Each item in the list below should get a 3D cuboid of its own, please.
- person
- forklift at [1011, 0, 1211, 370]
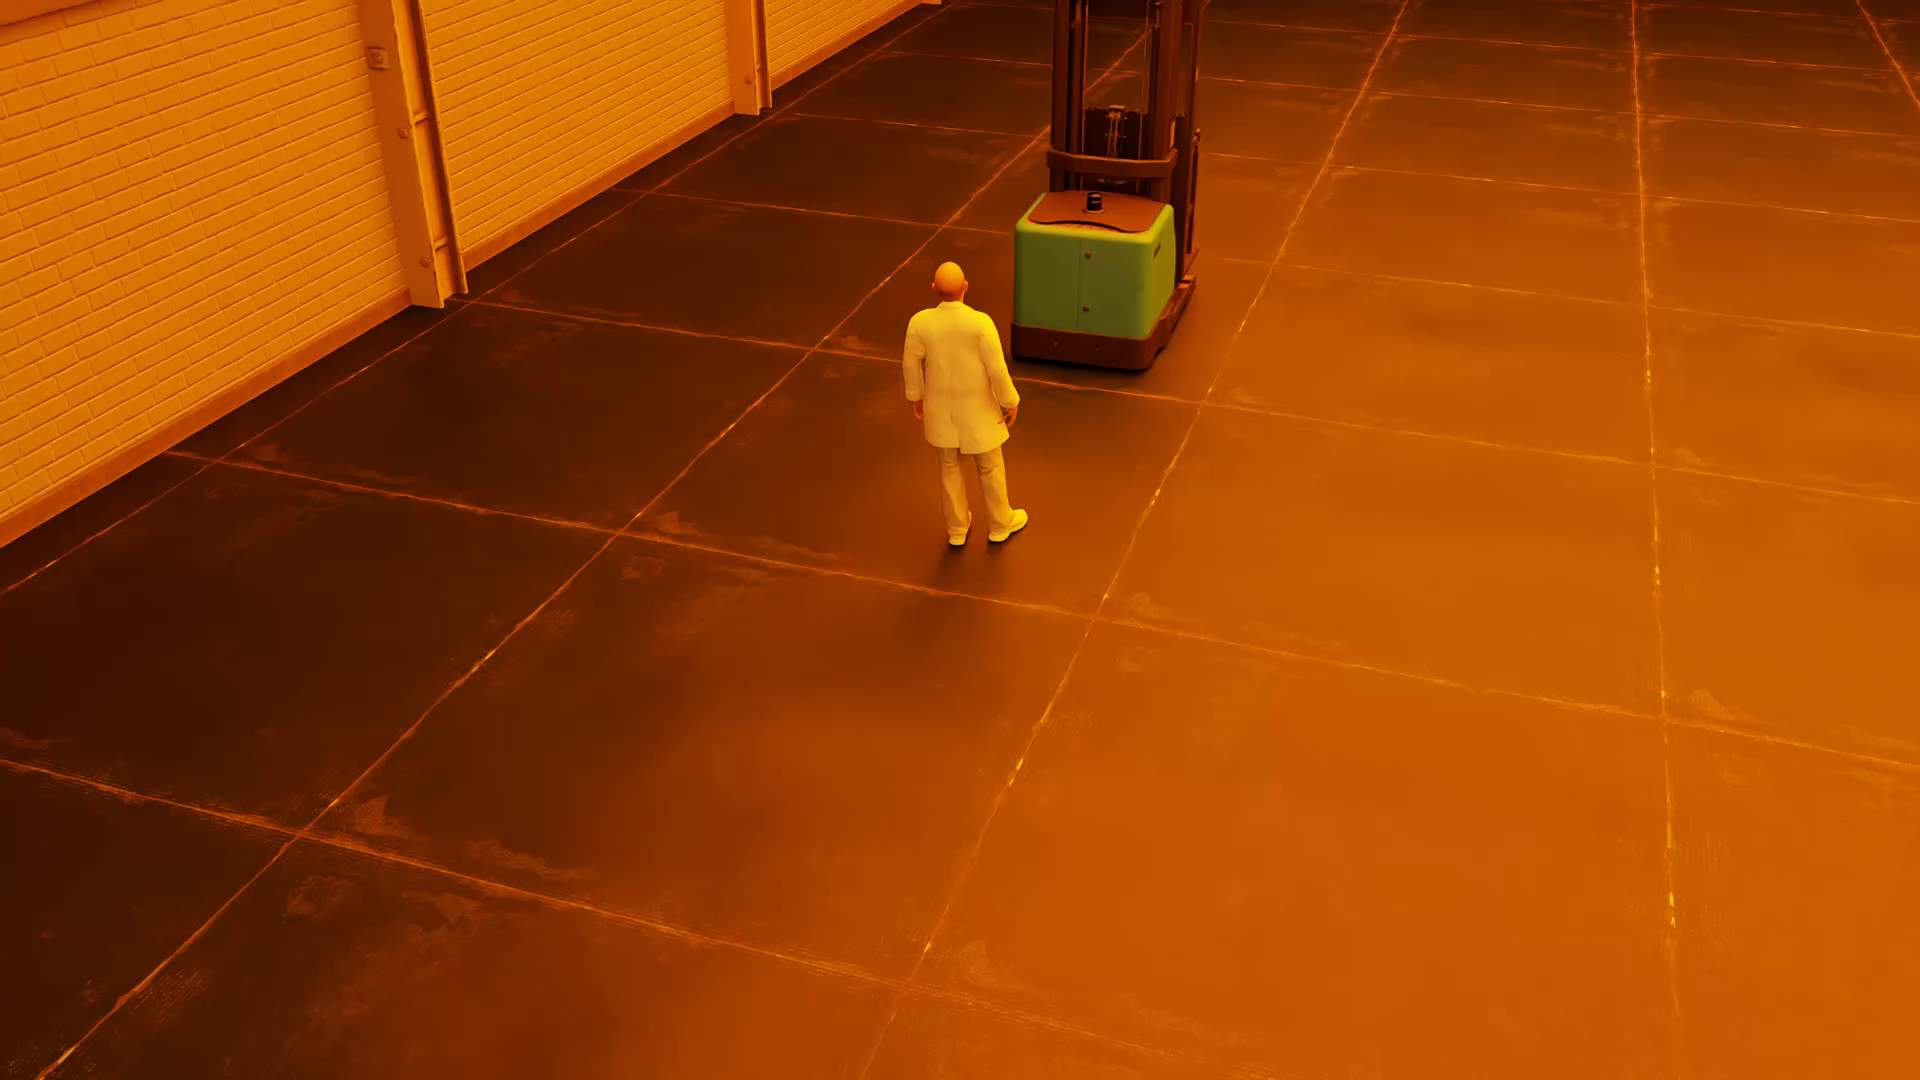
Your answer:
[{"bbox_3d":[0.034,-0.820,9.725,0.696,1.775,0.581,10,31,16],"label":"person"},{"bbox_3d":[1.302,-3.229,12.802,1.130,2.935,3.031,9,31,15],"label":"forklift"}]
